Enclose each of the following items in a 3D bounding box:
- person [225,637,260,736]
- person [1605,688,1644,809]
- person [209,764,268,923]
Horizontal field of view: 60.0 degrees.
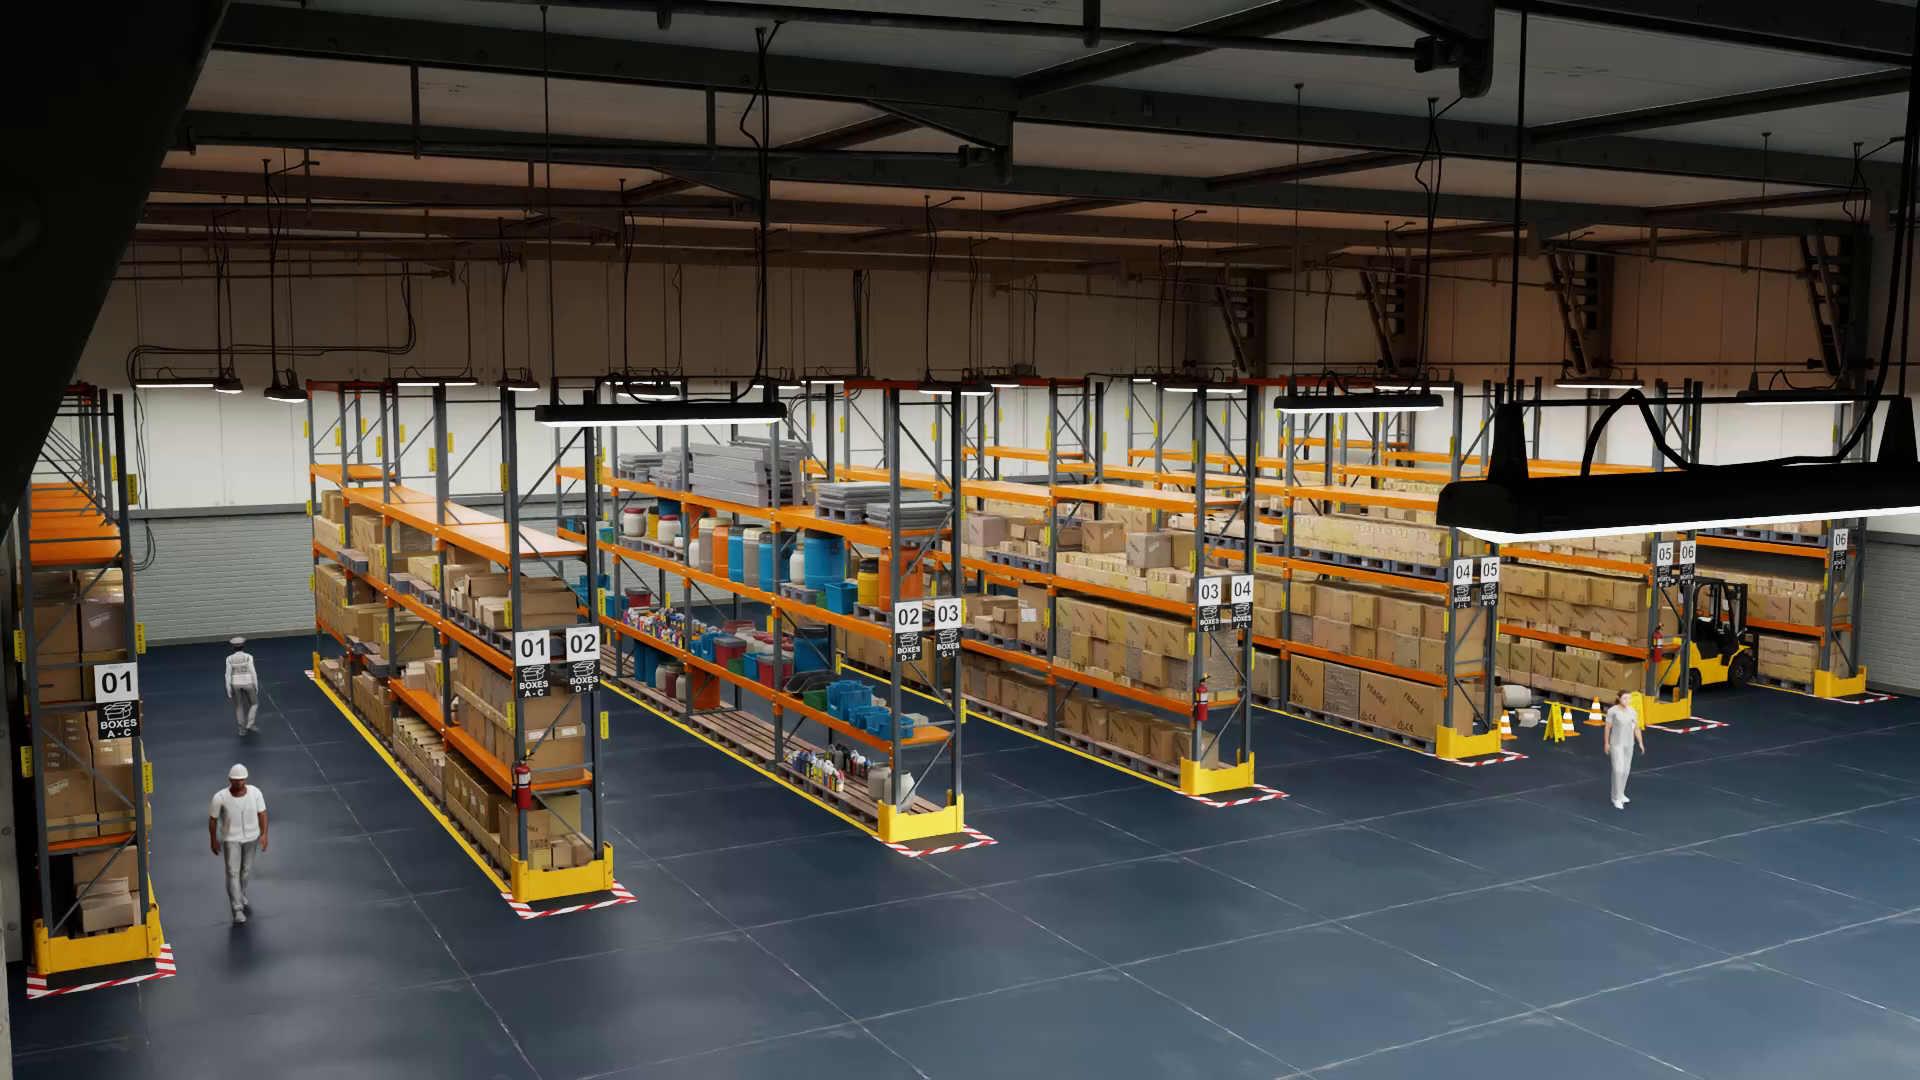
[{"bbox_3d":[-12.196,2.502,28.244,0.526,1.673,0.489,-1,6,-13],"label":"person"},{"bbox_3d":[9.512,2.987,23.852,0.495,1.738,0.493,-1,6,-8],"label":"person"},{"bbox_3d":[-8.227,3.425,19.060,0.584,1.712,0.989,-5,8,-42],"label":"person"}]
